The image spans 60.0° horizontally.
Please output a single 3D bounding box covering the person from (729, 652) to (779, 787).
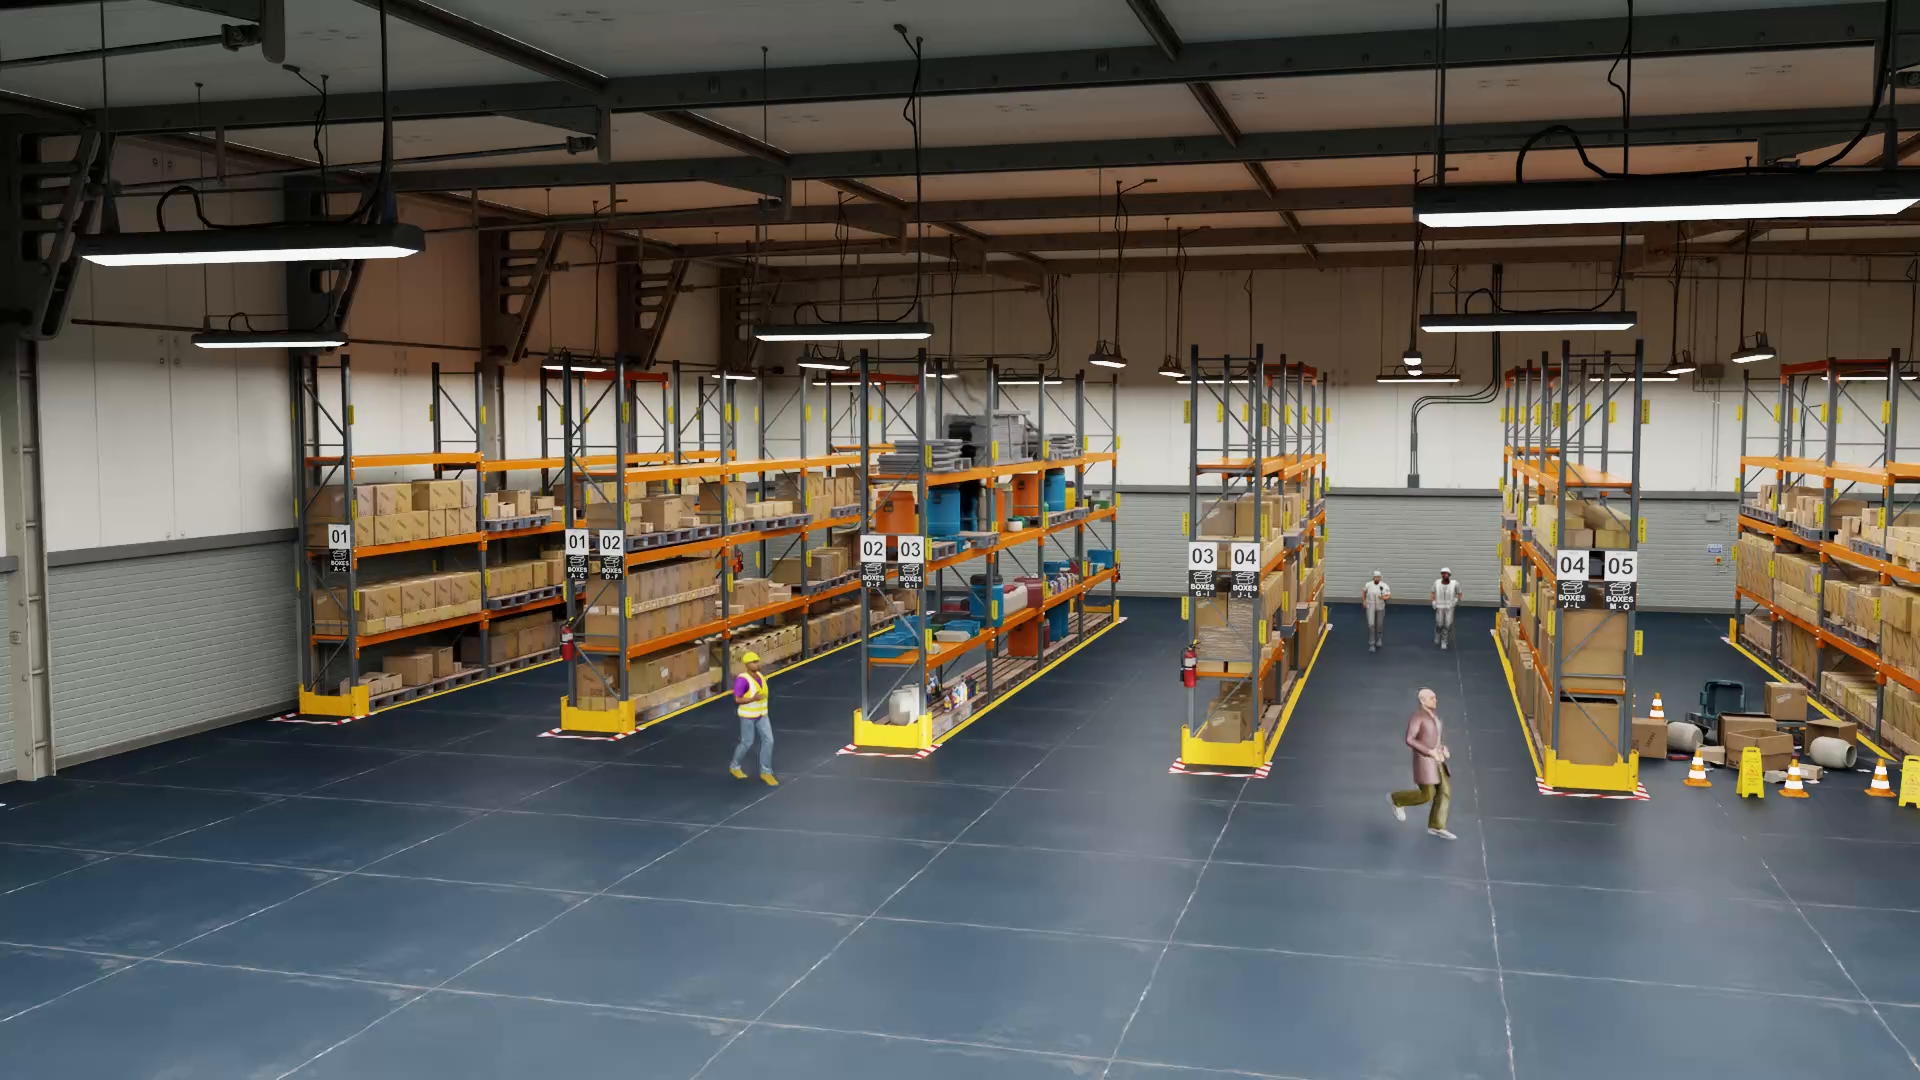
[{"bbox_3d":[-2.825,2.421,22.560,0.766,1.820,0.682,3,5,38],"label":"person"}]

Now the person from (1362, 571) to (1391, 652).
[{"bbox_3d":[8.886,1.503,35.496,0.581,1.712,0.855,1,4,13],"label":"person"}]

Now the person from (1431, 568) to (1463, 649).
[{"bbox_3d":[10.417,1.462,35.640,0.668,1.747,0.624,1,5,19],"label":"person"}]

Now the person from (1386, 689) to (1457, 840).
[{"bbox_3d":[5.546,2.651,19.862,0.882,1.766,0.708,4,6,45],"label":"person"}]
